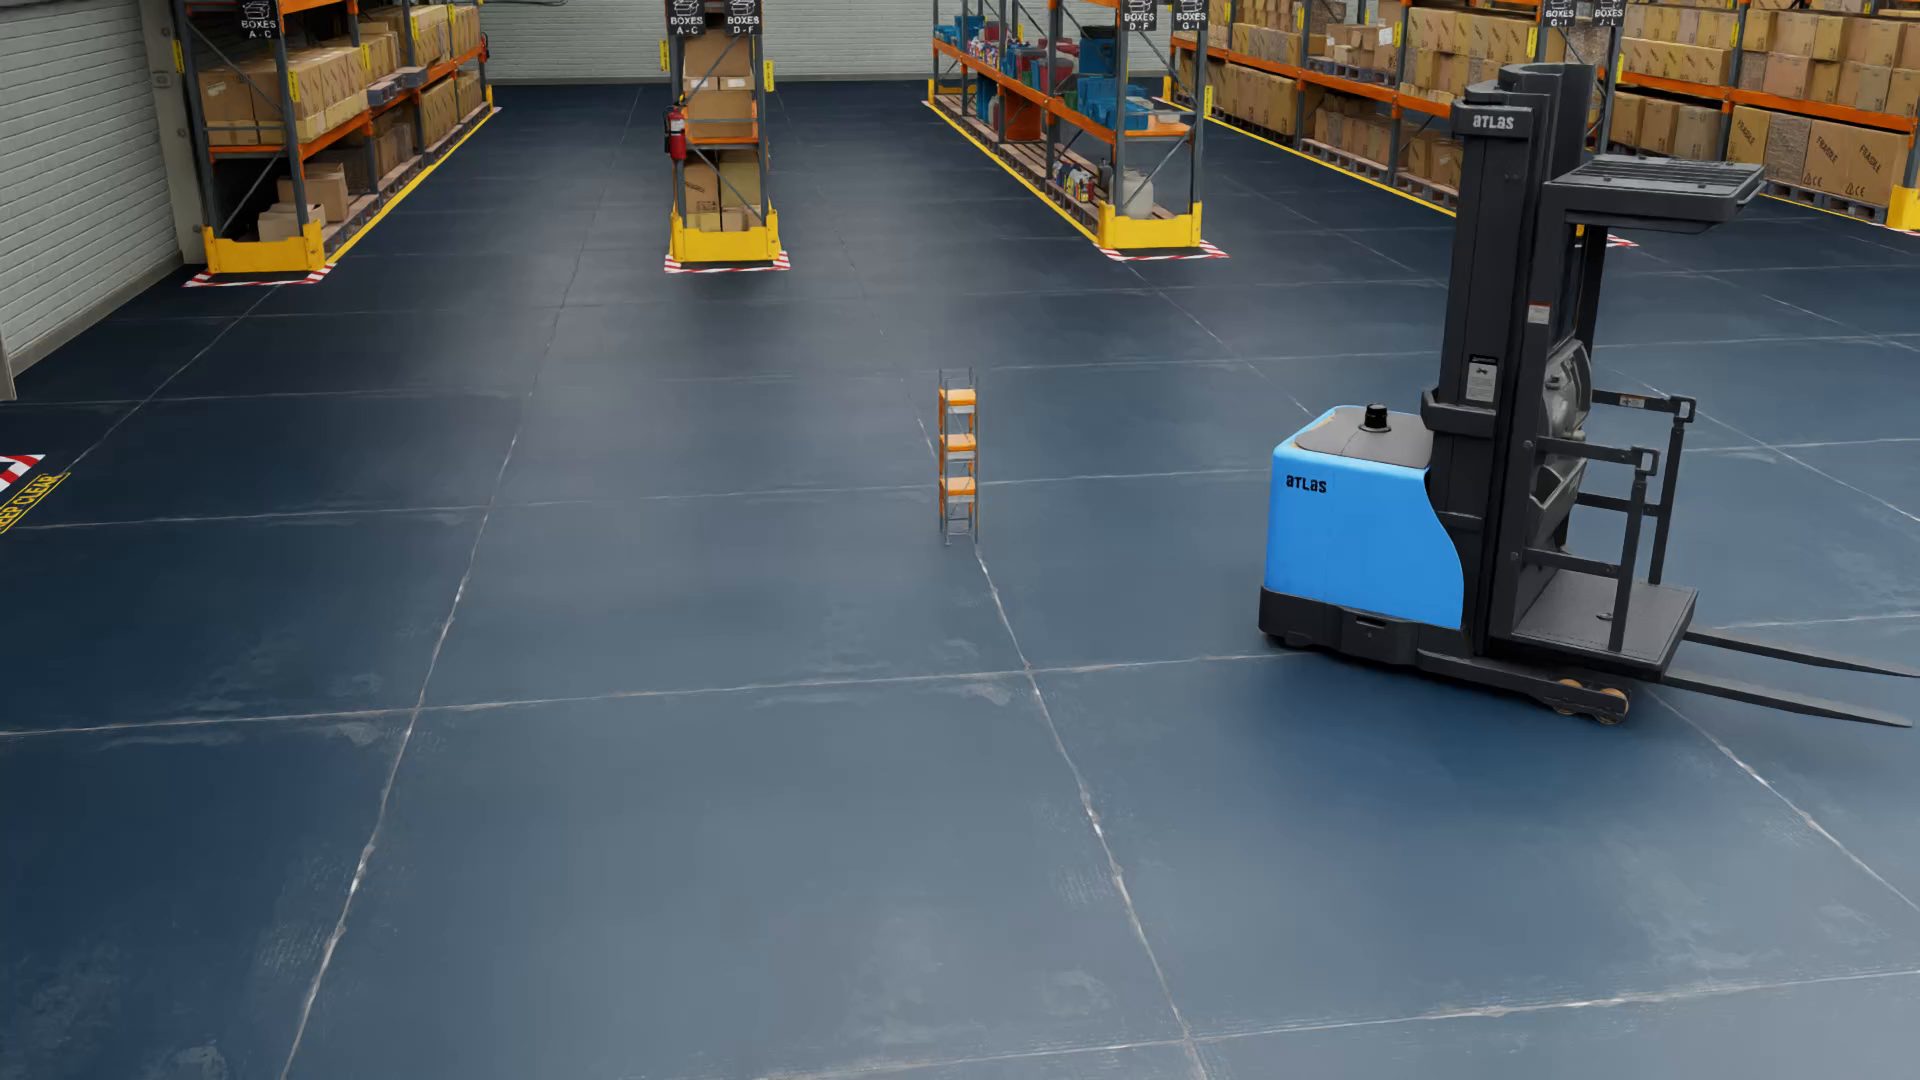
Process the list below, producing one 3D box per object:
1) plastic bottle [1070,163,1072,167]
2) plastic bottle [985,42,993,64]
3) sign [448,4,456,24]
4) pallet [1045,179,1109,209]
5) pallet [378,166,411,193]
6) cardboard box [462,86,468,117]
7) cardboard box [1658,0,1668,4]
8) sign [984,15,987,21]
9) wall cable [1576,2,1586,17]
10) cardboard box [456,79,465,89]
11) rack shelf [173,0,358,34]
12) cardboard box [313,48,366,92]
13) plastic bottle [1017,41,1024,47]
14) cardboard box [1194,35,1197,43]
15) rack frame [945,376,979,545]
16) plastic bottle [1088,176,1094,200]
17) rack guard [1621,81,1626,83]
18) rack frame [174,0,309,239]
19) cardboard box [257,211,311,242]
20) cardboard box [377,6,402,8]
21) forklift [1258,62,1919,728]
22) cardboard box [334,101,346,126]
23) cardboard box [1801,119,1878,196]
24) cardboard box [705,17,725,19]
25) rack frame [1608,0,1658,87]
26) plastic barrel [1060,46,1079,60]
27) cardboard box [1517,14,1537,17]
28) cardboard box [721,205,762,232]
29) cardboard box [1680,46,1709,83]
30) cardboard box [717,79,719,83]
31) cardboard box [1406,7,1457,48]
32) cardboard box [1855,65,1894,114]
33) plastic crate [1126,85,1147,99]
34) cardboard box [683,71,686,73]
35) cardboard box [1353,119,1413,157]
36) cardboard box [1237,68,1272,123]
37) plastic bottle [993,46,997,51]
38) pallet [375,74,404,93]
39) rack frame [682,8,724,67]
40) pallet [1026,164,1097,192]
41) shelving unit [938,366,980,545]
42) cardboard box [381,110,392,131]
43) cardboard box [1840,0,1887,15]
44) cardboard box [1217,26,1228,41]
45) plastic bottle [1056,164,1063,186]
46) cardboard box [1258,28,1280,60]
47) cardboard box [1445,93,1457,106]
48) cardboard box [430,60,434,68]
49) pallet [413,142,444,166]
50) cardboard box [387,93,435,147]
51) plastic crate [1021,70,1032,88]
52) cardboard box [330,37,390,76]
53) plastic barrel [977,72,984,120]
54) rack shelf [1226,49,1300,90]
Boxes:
[{"bbox_3d":[1.482,-4.917,22.346,0.061,0.283,0.133,-3,21,-8],"label":"plastic bottle"},{"bbox_3d":[0.488,-8.154,27.830,0.144,0.351,0.185,-3,21,-8],"label":"plastic bottle"},{"bbox_3d":[-8.730,-9.027,28.556,0.100,0.325,0.005,-3,21,-8],"label":"sign"},{"bbox_3d":[1.747,-4.679,22.443,1.003,0.211,1.213,-3,21,-8],"label":"pallet"},{"bbox_3d":[-8.405,-5.107,23.589,1.003,0.211,1.213,-3,21,-8],"label":"pallet"},{"bbox_3d":[-9.341,-7.955,30.199,0.700,0.500,0.500,-3,21,-8],"label":"cardboard box"},{"bbox_3d":[14.620,-11.103,34.085,0.500,0.500,0.500,-3,21,-8],"label":"cardboard box"},{"bbox_3d":[0.503,-10.485,33.769,0.100,0.325,0.005,-3,21,-8],"label":"sign"},{"bbox_3d":[15.235,-13.627,40.963,0.588,1.984,0.122,-3,21,-8],"label":"wall cable"},{"bbox_3d":[-9.141,-8.212,29.962,0.380,0.149,0.250,-2,21,-6],"label":"cardboard box"},{"bbox_3d":[-7.824,-6.096,18.993,1.077,0.370,4.000,-3,21,-8],"label":"rack shelf"},{"bbox_3d":[-7.738,-5.863,20.741,0.500,0.500,0.500,-3,21,-8],"label":"cardboard box"},{"bbox_3d":[1.022,-8.230,28.034,0.144,0.351,0.185,-3,21,-8],"label":"plastic bottle"},{"bbox_3d":[4.810,-9.835,32.621,0.380,0.149,0.250,-3,21,-9],"label":"cardboard box"},{"bbox_3d":[0.010,-0.468,9.969,0.200,1.050,0.008,-3,21,-8],"label":"rack frame"},{"bbox_3d":[1.665,-4.477,21.170,0.061,0.283,0.133,-3,21,-8],"label":"plastic bottle"},{"bbox_3d":[14.666,-9.962,36.175,1.175,0.500,0.348,-3,21,-8],"label":"rack guard"},{"bbox_3d":[-7.536,-4.336,17.538,1.000,3.000,0.127,-3,21,-8],"label":"rack frame"},{"bbox_3d":[-7.547,-3.526,18.585,0.500,0.311,0.500,-5,21,-14],"label":"cardboard box"},{"bbox_3d":[-9.375,-8.684,27.512,0.500,0.250,0.500,-3,21,-7],"label":"cardboard box"},{"bbox_3d":[3.101,-0.712,7.934,3.031,2.935,1.130,12,24,29],"label":"forklift"},{"bbox_3d":[-7.519,-4.991,19.477,0.500,0.250,0.500,-3,21,-7],"label":"cardboard box"},{"bbox_3d":[11.800,-5.038,21.854,0.875,0.875,0.875,-3,21,-9],"label":"cardboard box"},{"bbox_3d":[-2.995,-6.125,20.331,0.700,0.500,0.500,-3,21,-8],"label":"cardboard box"},{"bbox_3d":[10.938,-8.070,27.537,1.000,3.000,0.127,-3,21,-8],"label":"rack frame"},{"bbox_3d":[1.664,-6.880,24.157,0.433,0.535,0.433,0,20,0],"label":"plastic barrel"},{"bbox_3d":[7.221,-6.291,20.774,0.500,0.500,0.500,-3,21,-8],"label":"cardboard box"},{"bbox_3d":[-2.492,-3.692,19.145,0.500,0.250,0.500,-3,21,-8],"label":"cardboard box"},{"bbox_3d":[11.102,-7.074,24.727,0.500,0.500,0.500,-3,21,-8],"label":"cardboard box"},{"bbox_3d":[-2.835,-5.150,19.575,0.700,0.500,0.500,-3,21,-7],"label":"cardboard box"},{"bbox_3d":[6.406,-6.956,22.557,0.500,0.500,0.500,-3,21,-8],"label":"cardboard box"},{"bbox_3d":[11.892,-5.686,20.939,0.875,0.550,0.550,-3,21,-8],"label":"cardboard box"},{"bbox_3d":[2.119,-5.781,21.620,0.499,0.251,0.616,-3,21,-8],"label":"plastic crate"},{"bbox_3d":[-2.954,-5.239,18.887,0.380,0.149,0.250,-3,21,-9],"label":"cardboard box"},{"bbox_3d":[6.394,-6.079,25.148,0.700,0.500,0.500,-5,21,-12],"label":"cardboard box"},{"bbox_3d":[5.681,-7.912,29.548,1.225,0.875,0.875,-4,21,-10],"label":"cardboard box"},{"bbox_3d":[0.585,-8.136,27.880,0.061,0.283,0.133,-3,21,-8],"label":"plastic bottle"},{"bbox_3d":[-8.363,-6.333,23.158,1.003,0.211,1.213,-3,21,-8],"label":"pallet"},{"bbox_3d":[-3.788,-7.357,25.626,1.000,3.000,0.127,-3,21,-8],"label":"rack frame"},{"bbox_3d":[1.539,-5.184,23.794,1.003,0.211,1.213,-3,21,-8],"label":"pallet"},{"bbox_3d":[-0.008,-0.510,10.082,0.215,1.050,0.252,-3,21,-8],"label":"shelving unit"},{"bbox_3d":[-8.514,-6.045,23.986,0.500,0.250,0.500,-3,21,-7],"label":"cardboard box"},{"bbox_3d":[15.489,-9.036,28.550,0.500,0.500,0.500,-3,21,-9],"label":"cardboard box"},{"bbox_3d":[5.116,-9.449,31.017,0.500,0.250,0.500,-3,21,-9],"label":"cardboard box"},{"bbox_3d":[1.377,-4.908,22.333,0.152,0.276,0.135,-2,21,-6],"label":"plastic bottle"},{"bbox_3d":[5.483,-8.589,28.783,0.500,0.500,0.500,-3,21,-7],"label":"cardboard box"},{"bbox_3d":[6.555,-5.744,21.668,0.380,0.149,0.250,-3,21,-8],"label":"cardboard box"},{"bbox_3d":[-8.770,-7.745,26.996,0.380,0.149,0.250,-2,21,-6],"label":"cardboard box"},{"bbox_3d":[-8.728,-6.076,26.183,1.003,0.211,1.213,-3,21,-8],"label":"pallet"},{"bbox_3d":[-8.665,-6.557,25.956,0.750,0.750,0.750,-3,21,-8],"label":"cardboard box"},{"bbox_3d":[1.161,-6.710,24.197,0.450,0.188,0.662,-3,21,-8],"label":"plastic crate"},{"bbox_3d":[-8.410,-6.766,23.273,0.700,0.500,0.500,-3,21,-8],"label":"cardboard box"},{"bbox_3d":[0.599,-8.015,29.787,0.600,0.901,0.708,-3,21,-8],"label":"plastic barrel"},{"bbox_3d":[5.727,-8.211,28.940,1.077,0.370,4.000,-3,21,-8],"label":"rack shelf"}]
